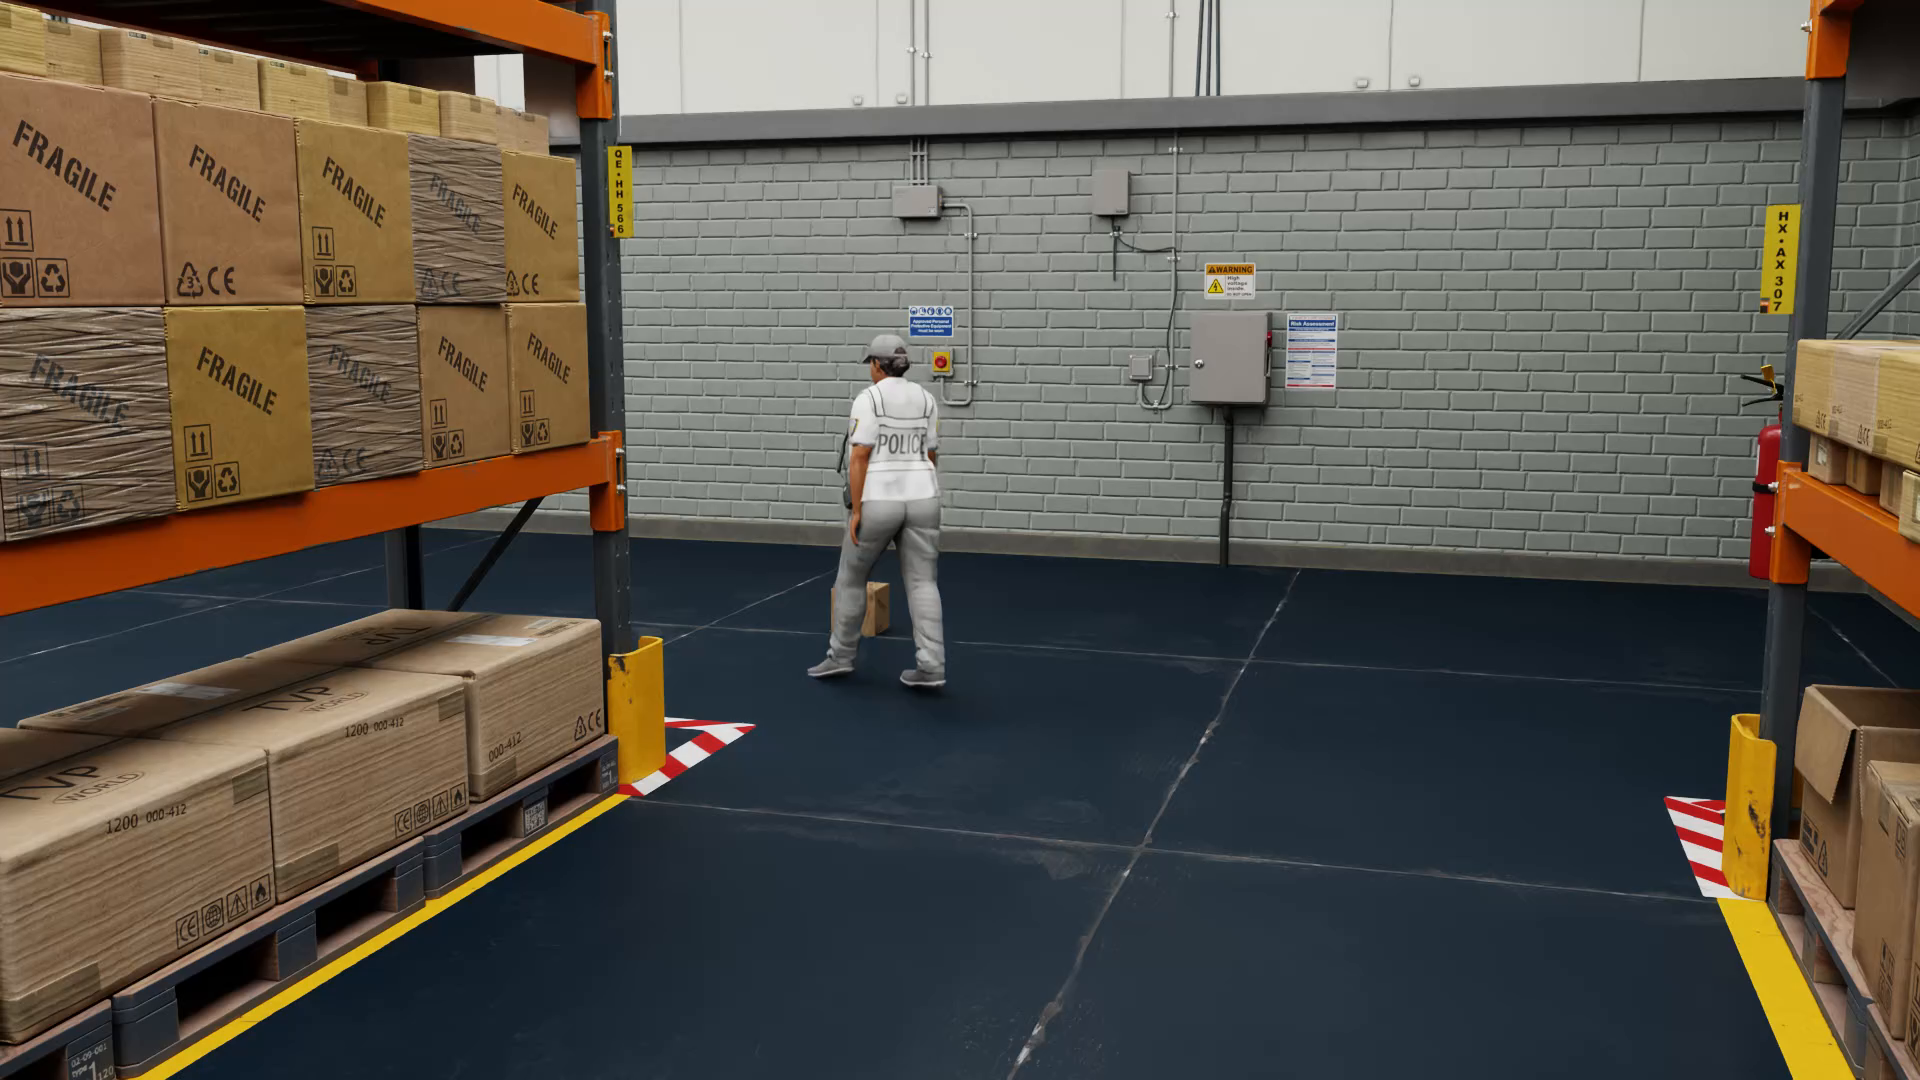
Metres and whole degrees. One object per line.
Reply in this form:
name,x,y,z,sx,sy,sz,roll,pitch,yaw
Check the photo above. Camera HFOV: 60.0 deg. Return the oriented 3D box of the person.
person,-0.349,-0.124,7.775,0.547,1.669,0.768,-4,9,-27
